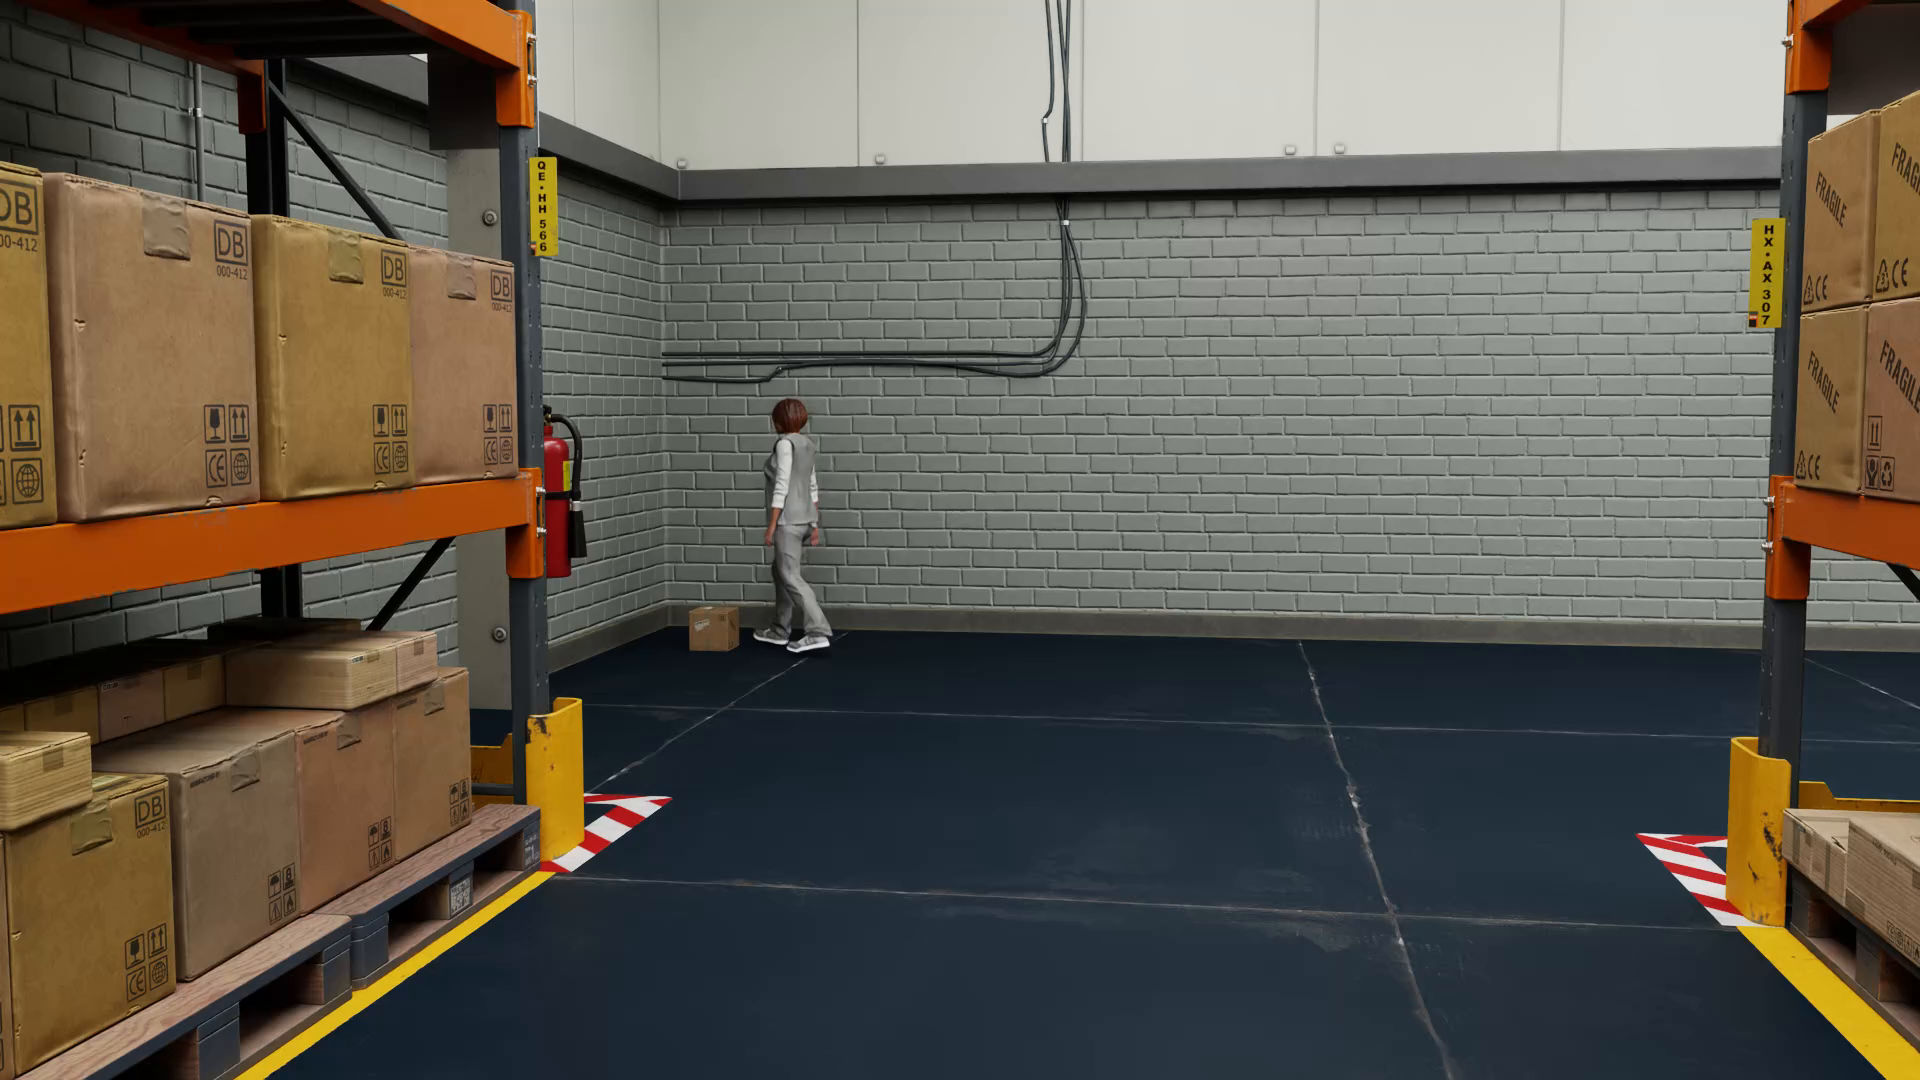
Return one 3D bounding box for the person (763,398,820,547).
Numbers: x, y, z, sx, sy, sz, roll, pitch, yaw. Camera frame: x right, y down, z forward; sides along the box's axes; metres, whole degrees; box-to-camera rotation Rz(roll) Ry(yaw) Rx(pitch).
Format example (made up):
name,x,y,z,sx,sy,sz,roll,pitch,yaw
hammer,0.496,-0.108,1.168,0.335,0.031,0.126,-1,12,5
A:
name,x,y,z,sx,sy,sz,roll,pitch,yaw
person,-1.057,-0.411,10.299,0.281,0.938,0.484,2,5,20
